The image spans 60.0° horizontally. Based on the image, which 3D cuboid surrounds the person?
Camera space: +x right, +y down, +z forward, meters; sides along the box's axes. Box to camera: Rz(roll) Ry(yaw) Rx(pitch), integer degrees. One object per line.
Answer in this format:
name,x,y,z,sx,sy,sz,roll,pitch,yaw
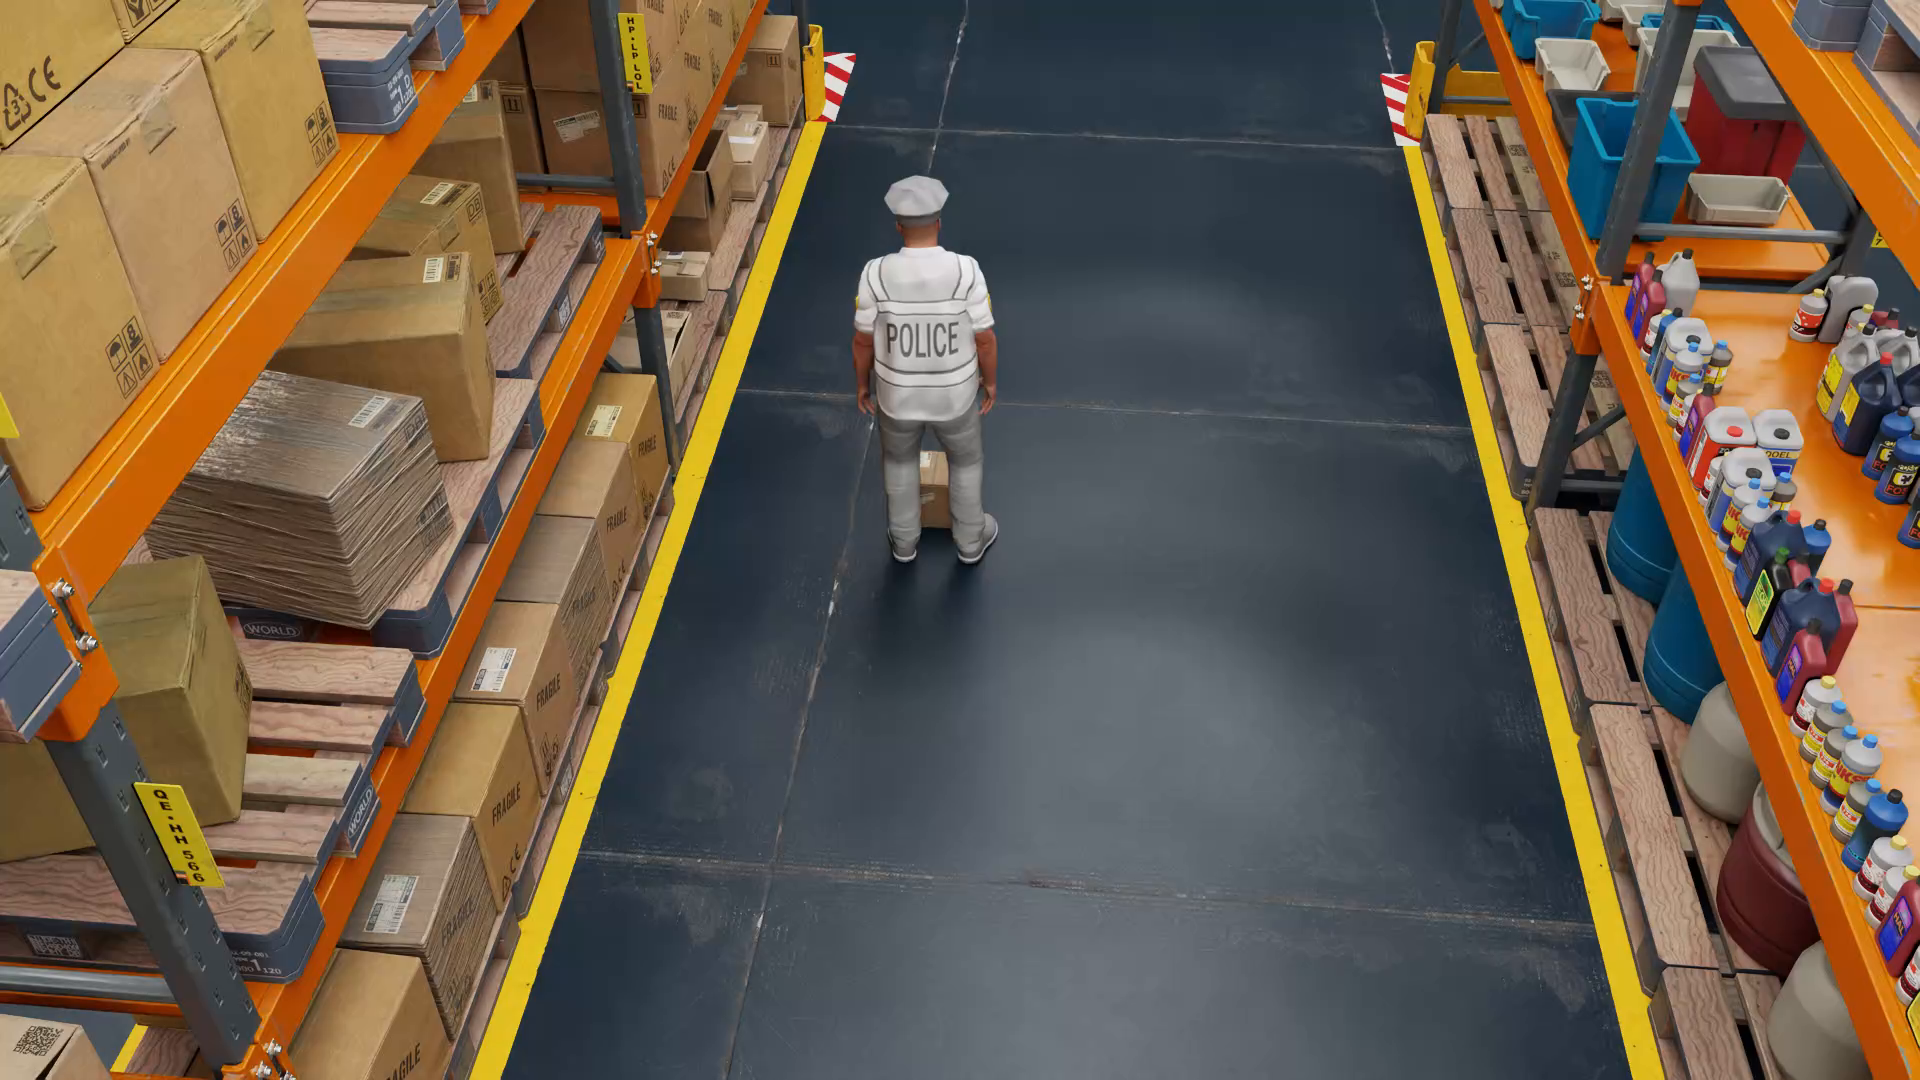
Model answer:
person,-0.135,-0.631,6.906,0.606,1.748,0.435,1,40,1
